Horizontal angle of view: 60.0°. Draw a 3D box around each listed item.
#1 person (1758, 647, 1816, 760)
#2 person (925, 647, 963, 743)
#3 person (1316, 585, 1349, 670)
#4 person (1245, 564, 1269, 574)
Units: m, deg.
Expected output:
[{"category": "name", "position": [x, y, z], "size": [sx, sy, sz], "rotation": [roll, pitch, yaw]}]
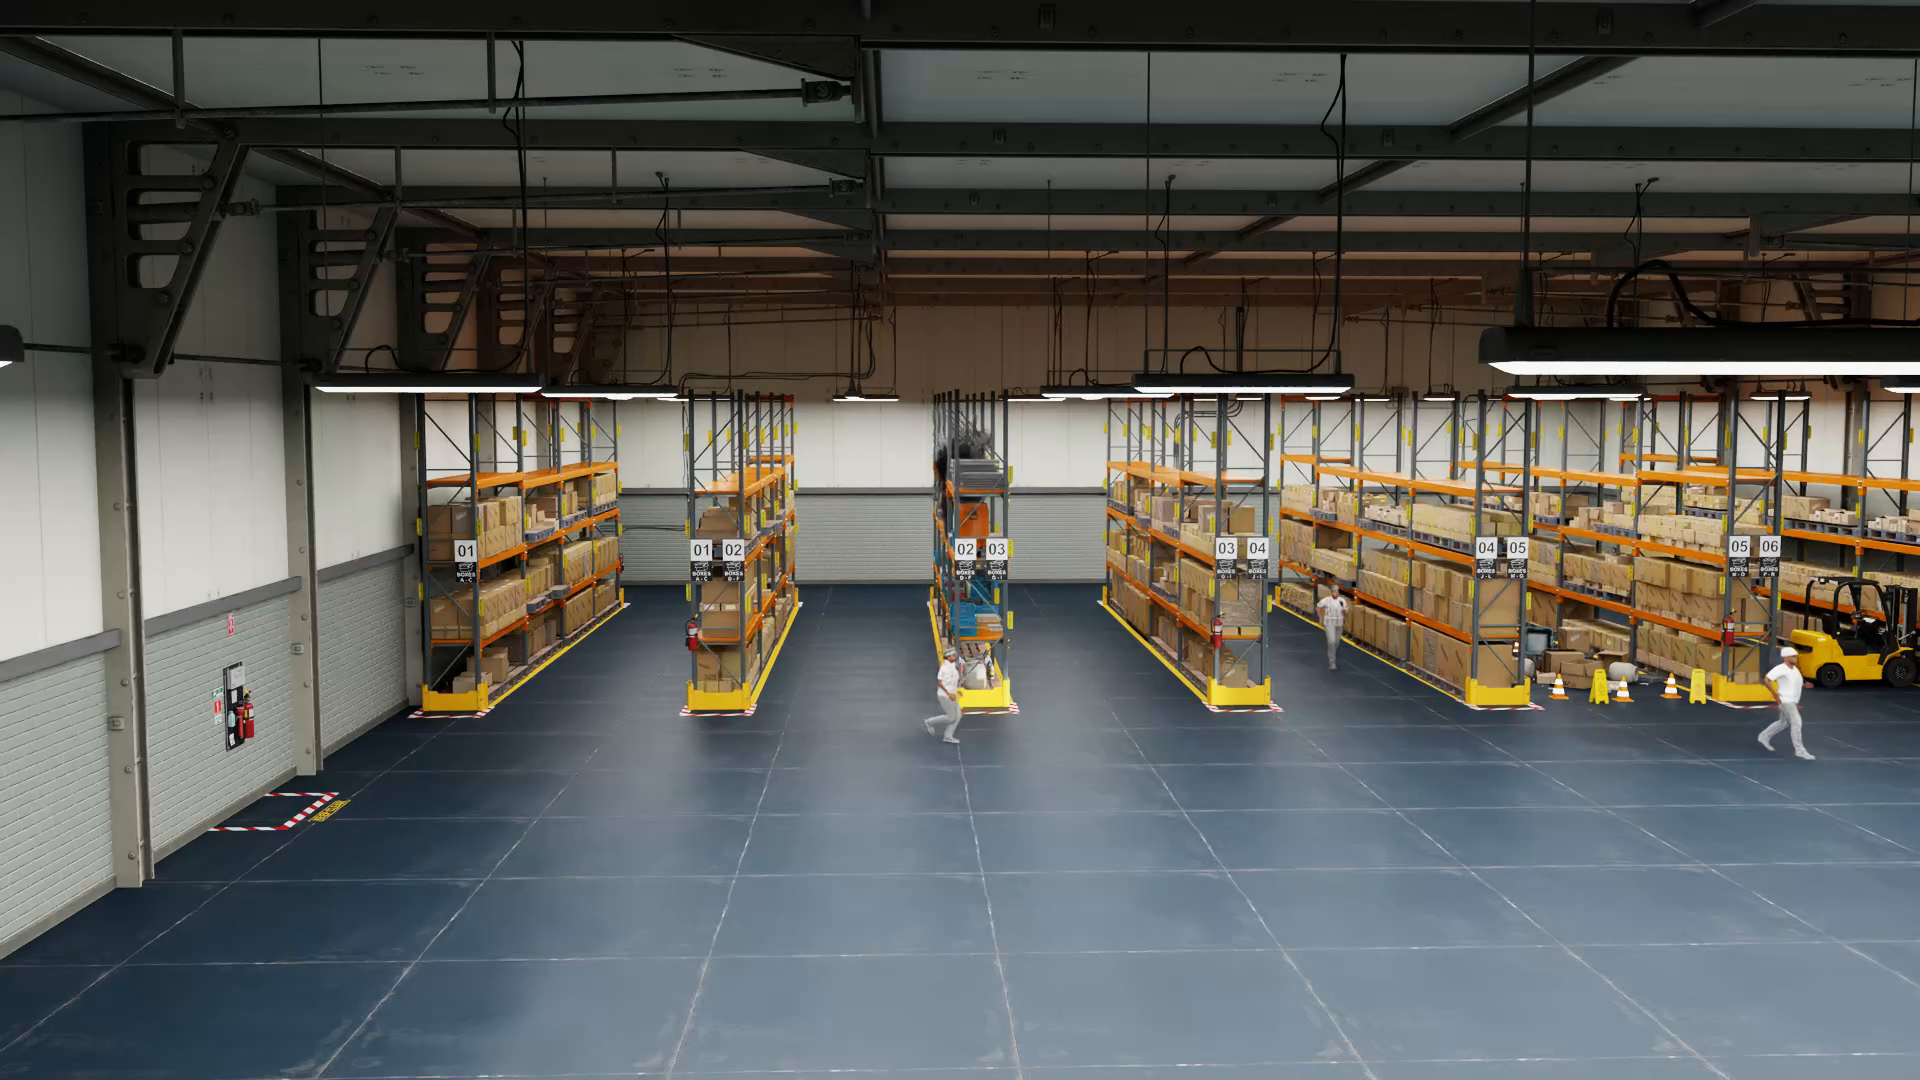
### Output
[{"category": "person", "position": [13.415, 2.613, 26.925], "size": [0.705, 1.760, 0.966], "rotation": [-4, 6, -44]}, {"category": "person", "position": [-0.273, 2.614, 28.169], "size": [0.592, 1.649, 0.558], "rotation": [2, 5, 19]}, {"category": "person", "position": [8.143, 1.878, 36.251], "size": [0.640, 1.839, 0.837], "rotation": [-1, 5, -11]}, {"category": "person", "position": [7.964, 1.180, 44.704], "size": [0.651, 1.847, 0.799], "rotation": [0, 5, -3]}]
